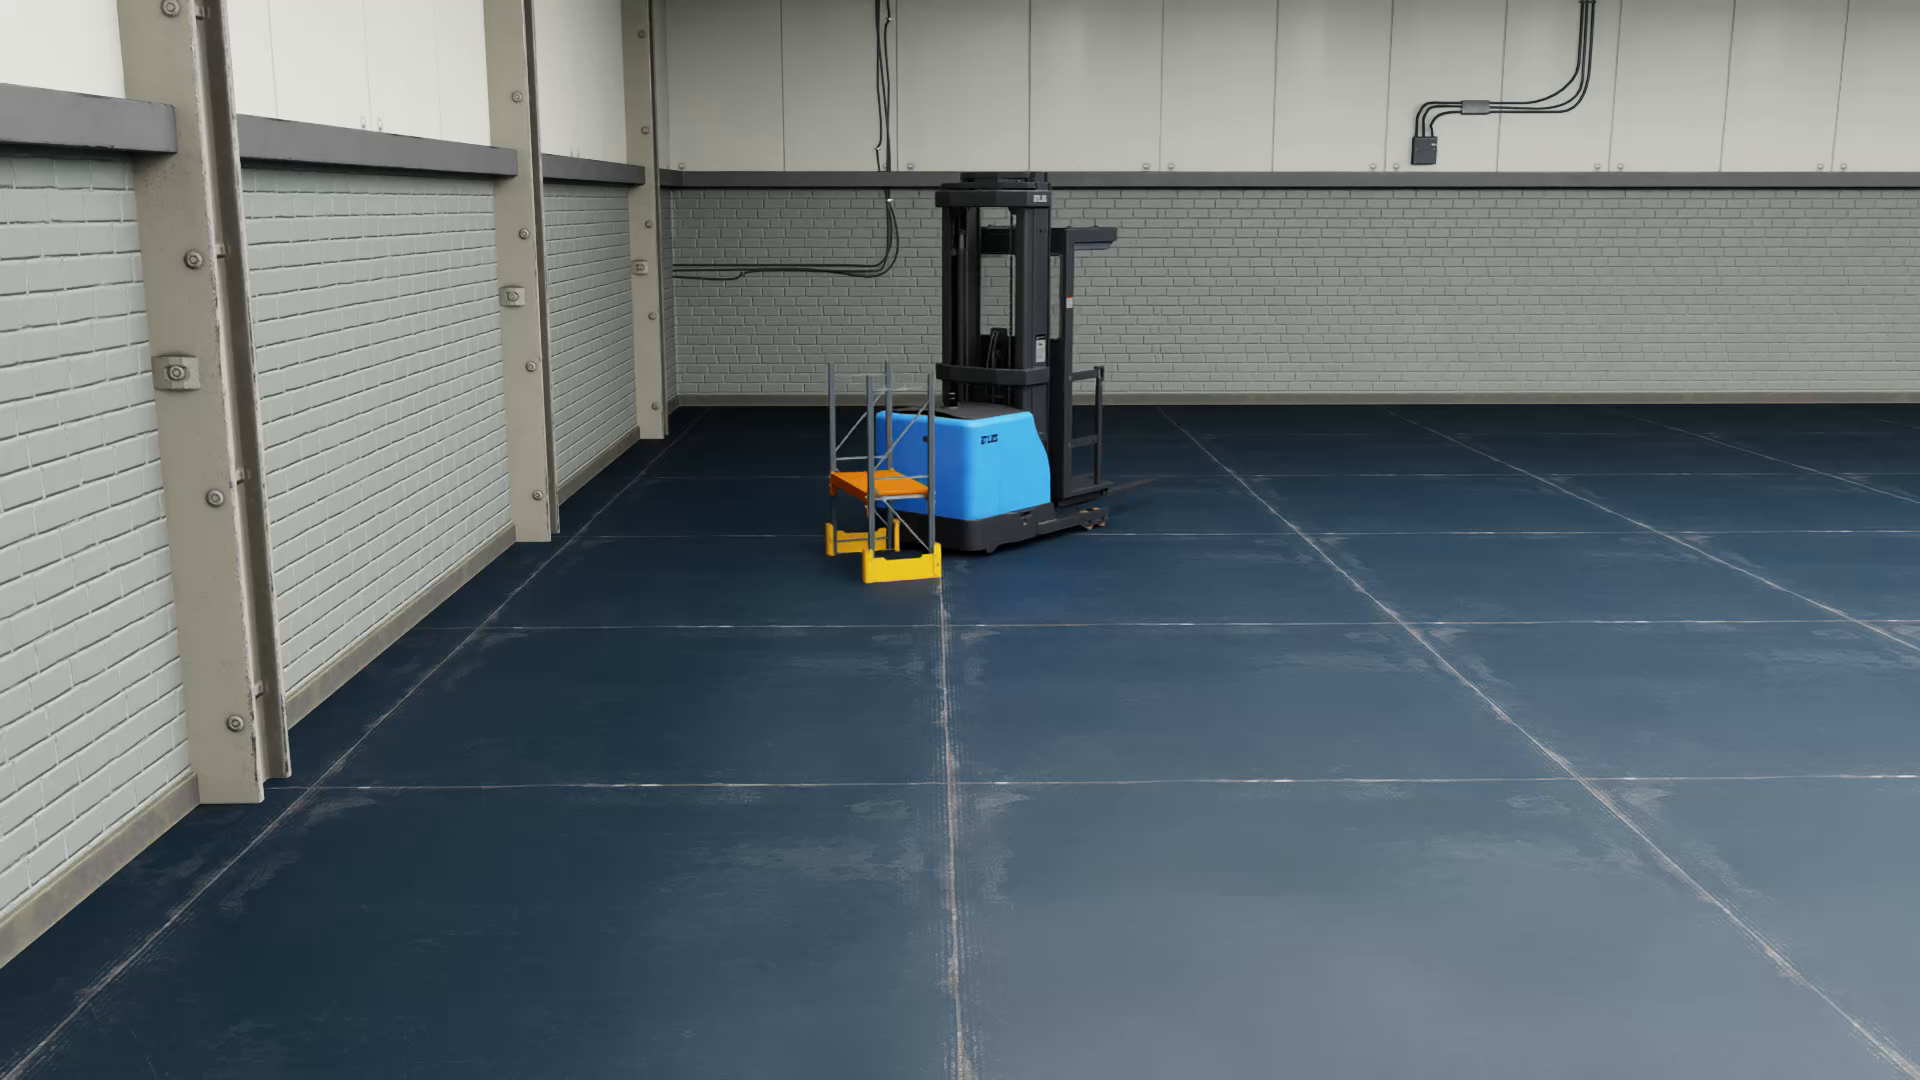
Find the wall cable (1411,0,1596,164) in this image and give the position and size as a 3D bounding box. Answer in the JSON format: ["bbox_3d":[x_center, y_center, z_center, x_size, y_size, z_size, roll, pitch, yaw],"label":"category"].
[{"bbox_3d":[7.139,-7.923,21.425,2.305,6.003,0.169,0,11,-1],"label":"wall cable"}]

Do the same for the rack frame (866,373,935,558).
[{"bbox_3d":[-0.424,-0.445,11.983,0.500,1.500,0.032,-4,12,-19],"label":"rack frame"}]

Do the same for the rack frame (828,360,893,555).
[{"bbox_3d":[-0.769,-0.636,12.920,0.500,1.500,0.032,-4,12,-19],"label":"rack frame"}]

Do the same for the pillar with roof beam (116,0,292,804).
[{"bbox_3d":[0.938,-3.262,7.003,9.100,9.000,0.400,0,11,-1],"label":"pillar with roof beam"}]

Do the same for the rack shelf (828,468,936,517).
[{"bbox_3d":[-0.596,-0.364,12.487,0.538,0.185,1.000,-4,12,-19],"label":"rack shelf"}]

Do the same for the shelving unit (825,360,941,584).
[{"bbox_3d":[-0.593,-0.539,12.443,0.587,1.500,1.083,-4,12,-19],"label":"shelving unit"}]

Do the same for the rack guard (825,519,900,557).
[{"bbox_3d":[-0.762,-0.020,13.027,0.587,0.250,0.087,-4,12,-19],"label":"rack guard"}]

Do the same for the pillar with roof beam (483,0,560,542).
[{"bbox_3d":[0.814,-4.454,12.882,9.100,9.000,0.400,0,11,-1],"label":"pillar with roof beam"}]

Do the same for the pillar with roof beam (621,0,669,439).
[{"bbox_3d":[0.690,-5.647,18.761,9.100,9.000,0.400,0,11,-1],"label":"pillar with roof beam"}]

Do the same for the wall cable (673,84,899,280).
[{"bbox_3d":[-2.353,-4.699,21.895,3.097,2.526,0.112,0,11,-1],"label":"wall cable"}]

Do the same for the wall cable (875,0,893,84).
[{"bbox_3d":[0.352,-7.185,21.448,3.097,2.526,0.112,0,11,-1],"label":"wall cable"}]

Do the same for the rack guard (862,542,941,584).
[{"bbox_3d":[-0.425,0.167,12.108,0.587,0.250,0.087,-4,12,-19],"label":"rack guard"}]

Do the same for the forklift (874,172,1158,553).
[{"bbox_3d":[0.610,-1.572,13.936,1.130,2.935,3.031,9,14,37],"label":"forklift"}]
